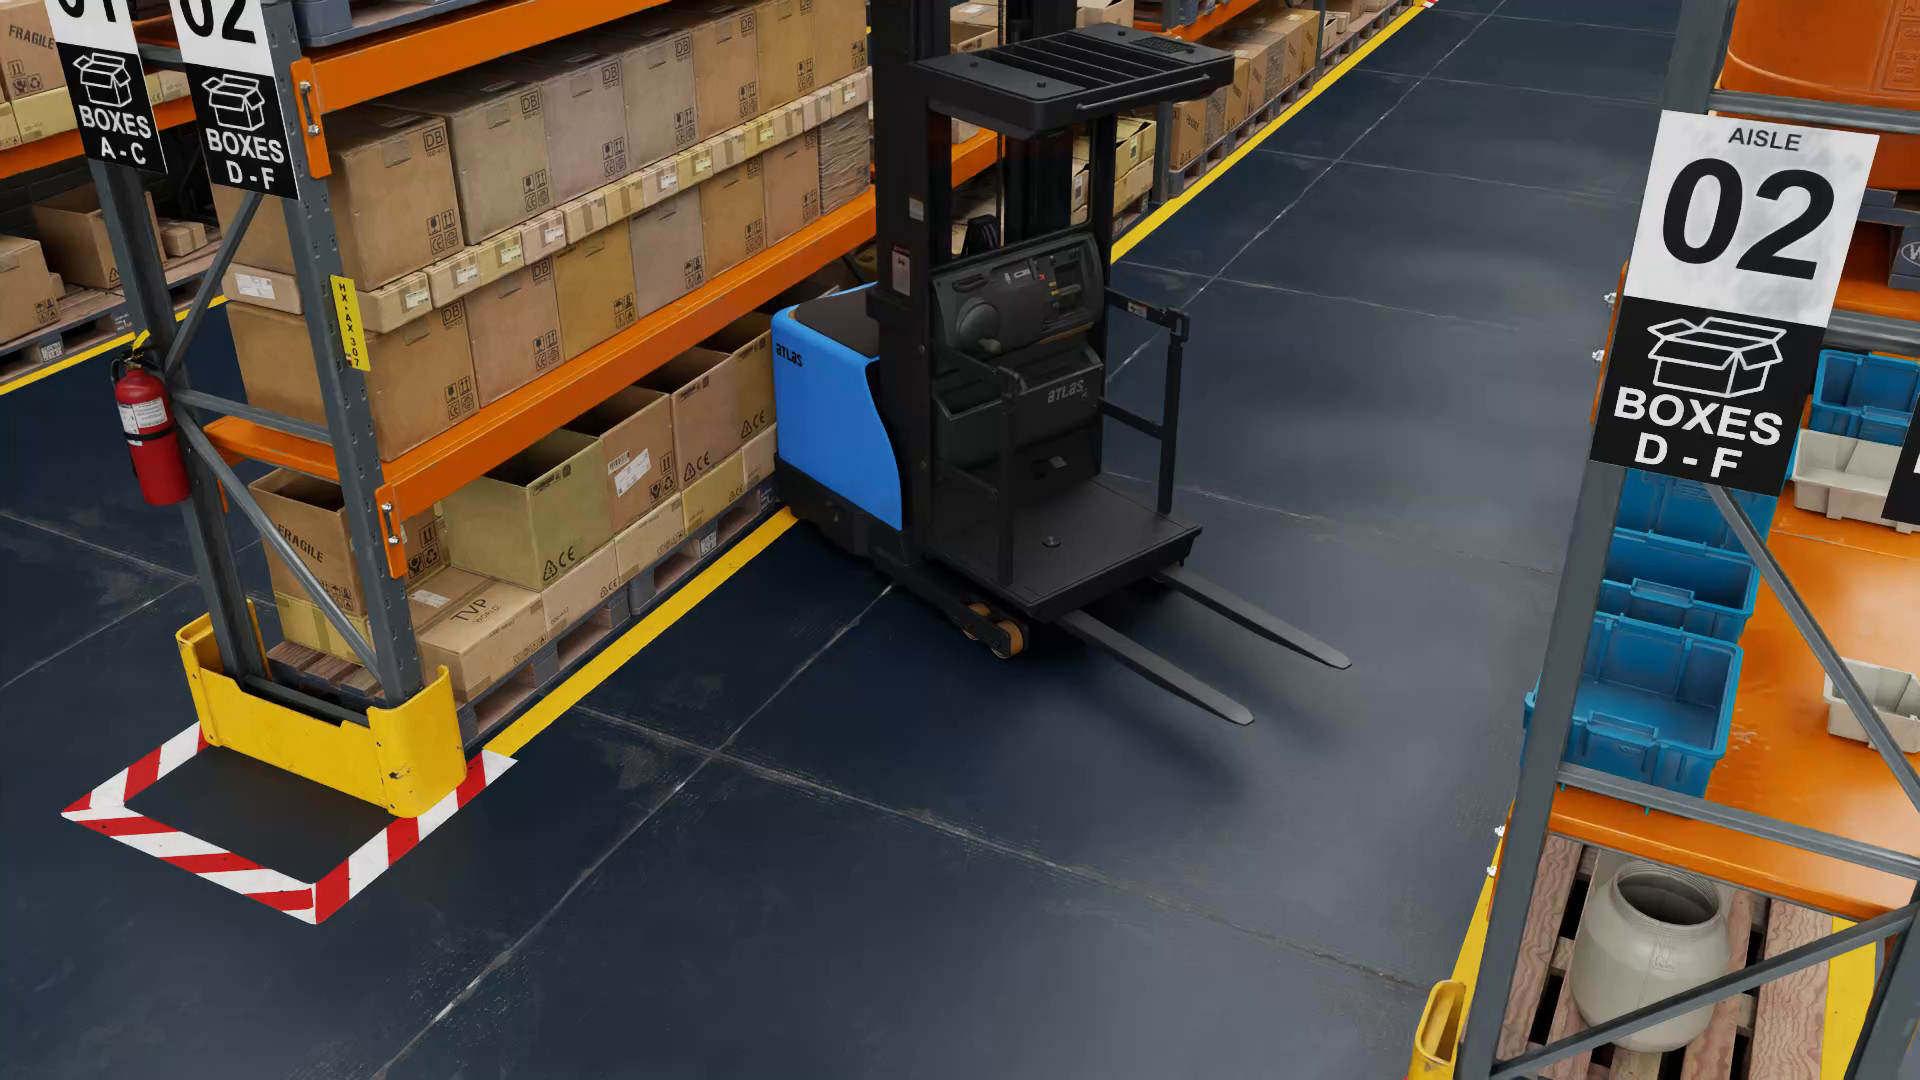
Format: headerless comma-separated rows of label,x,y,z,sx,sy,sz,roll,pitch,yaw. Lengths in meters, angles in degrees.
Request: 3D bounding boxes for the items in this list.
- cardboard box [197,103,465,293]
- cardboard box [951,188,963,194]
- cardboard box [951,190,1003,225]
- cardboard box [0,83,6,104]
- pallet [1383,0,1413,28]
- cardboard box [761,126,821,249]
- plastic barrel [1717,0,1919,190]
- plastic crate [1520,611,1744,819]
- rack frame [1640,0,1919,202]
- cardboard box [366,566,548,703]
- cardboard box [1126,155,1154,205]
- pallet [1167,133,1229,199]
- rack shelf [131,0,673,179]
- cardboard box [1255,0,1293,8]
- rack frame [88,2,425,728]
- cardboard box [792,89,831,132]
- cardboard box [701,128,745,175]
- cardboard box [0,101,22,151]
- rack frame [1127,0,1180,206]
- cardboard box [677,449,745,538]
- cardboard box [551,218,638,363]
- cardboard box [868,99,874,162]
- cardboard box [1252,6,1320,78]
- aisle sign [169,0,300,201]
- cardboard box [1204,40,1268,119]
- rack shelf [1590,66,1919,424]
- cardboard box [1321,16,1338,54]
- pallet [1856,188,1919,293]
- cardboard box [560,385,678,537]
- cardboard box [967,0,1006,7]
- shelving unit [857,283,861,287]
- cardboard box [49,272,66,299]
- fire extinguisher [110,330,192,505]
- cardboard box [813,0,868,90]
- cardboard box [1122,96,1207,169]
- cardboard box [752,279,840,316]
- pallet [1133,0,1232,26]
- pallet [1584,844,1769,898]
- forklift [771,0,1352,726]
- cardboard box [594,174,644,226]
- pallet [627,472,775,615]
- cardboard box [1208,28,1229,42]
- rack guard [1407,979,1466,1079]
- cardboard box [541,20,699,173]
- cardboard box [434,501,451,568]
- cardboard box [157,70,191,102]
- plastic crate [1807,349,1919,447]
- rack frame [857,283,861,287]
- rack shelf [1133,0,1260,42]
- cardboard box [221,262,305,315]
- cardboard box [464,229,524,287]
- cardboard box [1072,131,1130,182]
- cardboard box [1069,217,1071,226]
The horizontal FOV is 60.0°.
cardboard box,-2.276,-1.274,6.052,0.700,0.500,0.500,14,33,23
cardboard box,-0.312,-2.144,10.747,0.500,0.311,0.500,14,33,23
cardboard box,0.176,-2.023,10.538,0.500,0.311,0.500,13,32,22
cardboard box,-5.751,-2.650,9.231,0.500,0.500,0.500,15,33,25
pallet,4.368,-5.936,18.376,1.003,0.211,1.213,14,33,23
cardboard box,-1.133,-1.823,8.312,0.700,0.500,0.500,14,33,23
plastic barrel,1.992,-1.228,3.511,0.600,0.830,0.708,14,33,23
plastic crate,1.845,0.460,4.586,0.499,0.251,0.616,14,33,23
rack frame,1.884,-1.916,2.551,1.000,3.000,0.127,14,33,23
cardboard box,-2.082,0.383,6.910,0.500,0.250,0.500,14,33,23
cardboard box,1.098,-2.688,12.258,0.500,0.250,0.500,15,33,24
pallet,1.494,-3.100,13.436,1.003,0.211,1.213,14,33,23
rack shelf,-1.613,-2.316,6.980,1.077,0.370,4.000,14,33,23
cardboard box,2.950,-5.184,16.333,0.500,0.500,0.500,14,33,23
rack frame,-2.524,-0.440,6.004,1.000,3.000,0.127,14,33,23
cardboard box,-0.866,-2.143,8.218,0.380,0.149,0.250,13,32,22
cardboard box,-1.215,-1.806,7.632,0.380,0.149,0.250,15,33,25
cardboard box,-5.737,-2.332,9.429,0.500,0.250,0.500,15,33,24
rack frame,1.120,-3.987,12.180,1.000,3.000,0.127,14,33,23
cardboard box,-1.397,-0.282,8.068,0.500,0.250,0.500,14,33,23
cardboard box,-1.834,-1.140,7.123,0.700,0.500,0.500,15,33,24
cardboard box,-0.516,-2.376,9.527,0.500,0.250,0.500,17,34,26
cardboard box,2.973,-4.583,15.287,0.500,0.500,0.500,14,33,23
aisle sign,-2.281,-1.469,5.185,0.394,0.787,0.004,14,33,23
cardboard box,2.282,-3.917,14.128,0.500,0.500,0.500,13,32,22
rack shelf,2.795,-1.190,5.021,1.077,0.370,4.000,14,33,23
cardboard box,3.326,-4.922,16.067,0.500,0.311,0.500,14,33,23
pallet,2.348,-0.878,3.945,1.003,0.211,1.213,14,33,23
cardboard box,-1.639,-0.389,7.502,0.500,0.500,0.500,14,33,23
cardboard box,0.371,-3.282,10.853,0.500,0.500,0.500,12,32,21
shelving unit,-0.455,-0.899,8.886,0.258,0.900,0.210,12,34,25
cardboard box,-5.860,-1.585,10.420,0.380,0.149,0.250,12,32,19
fire extinguisher,-2.991,-0.460,6.116,0.296,0.674,0.183,14,33,23
cardboard box,-0.898,-2.621,8.399,0.700,0.500,0.500,14,33,24
cardboard box,1.582,-3.230,12.931,0.500,0.500,0.500,16,33,25
cardboard box,-0.957,-1.054,8.660,0.500,0.500,0.500,14,33,23
pallet,1.367,-4.220,12.779,1.213,0.211,1.003,14,33,23
pallet,2.808,0.952,6.380,1.003,0.211,1.213,14,33,23
forklift,0.402,-1.033,7.105,1.130,2.935,3.031,-23,37,-34
cardboard box,-1.569,-1.461,7.031,0.380,0.149,0.250,14,33,23
pallet,-1.656,-0.118,8.244,1.003,0.211,1.213,14,33,23
cardboard box,2.038,-4.249,14.705,0.500,0.500,0.500,15,33,24
rack guard,1.877,1.725,4.744,1.175,0.500,0.348,14,33,23
cardboard box,-1.584,-1.954,7.237,0.700,0.500,0.500,14,33,23
cardboard box,-2.326,0.041,7.506,0.500,0.250,0.500,14,33,23
cardboard box,-5.059,-3.000,10.593,0.500,0.250,0.500,14,33,23
plastic crate,3.444,-0.471,6.208,0.499,0.251,0.616,14,33,23
rack frame,-0.409,-0.947,8.962,0.240,0.900,0.006,12,34,25
rack shelf,2.031,-4.561,13.903,1.077,0.370,4.000,14,33,23
cardboard box,-2.520,-0.977,6.188,0.380,0.149,0.250,14,33,22
cardboard box,-1.921,-1.118,6.433,0.380,0.149,0.250,14,33,23
cardboard box,0.870,-2.700,11.715,0.500,0.311,0.500,14,33,23
cardboard box,0.403,-2.008,11.073,0.500,0.250,0.500,15,33,24
